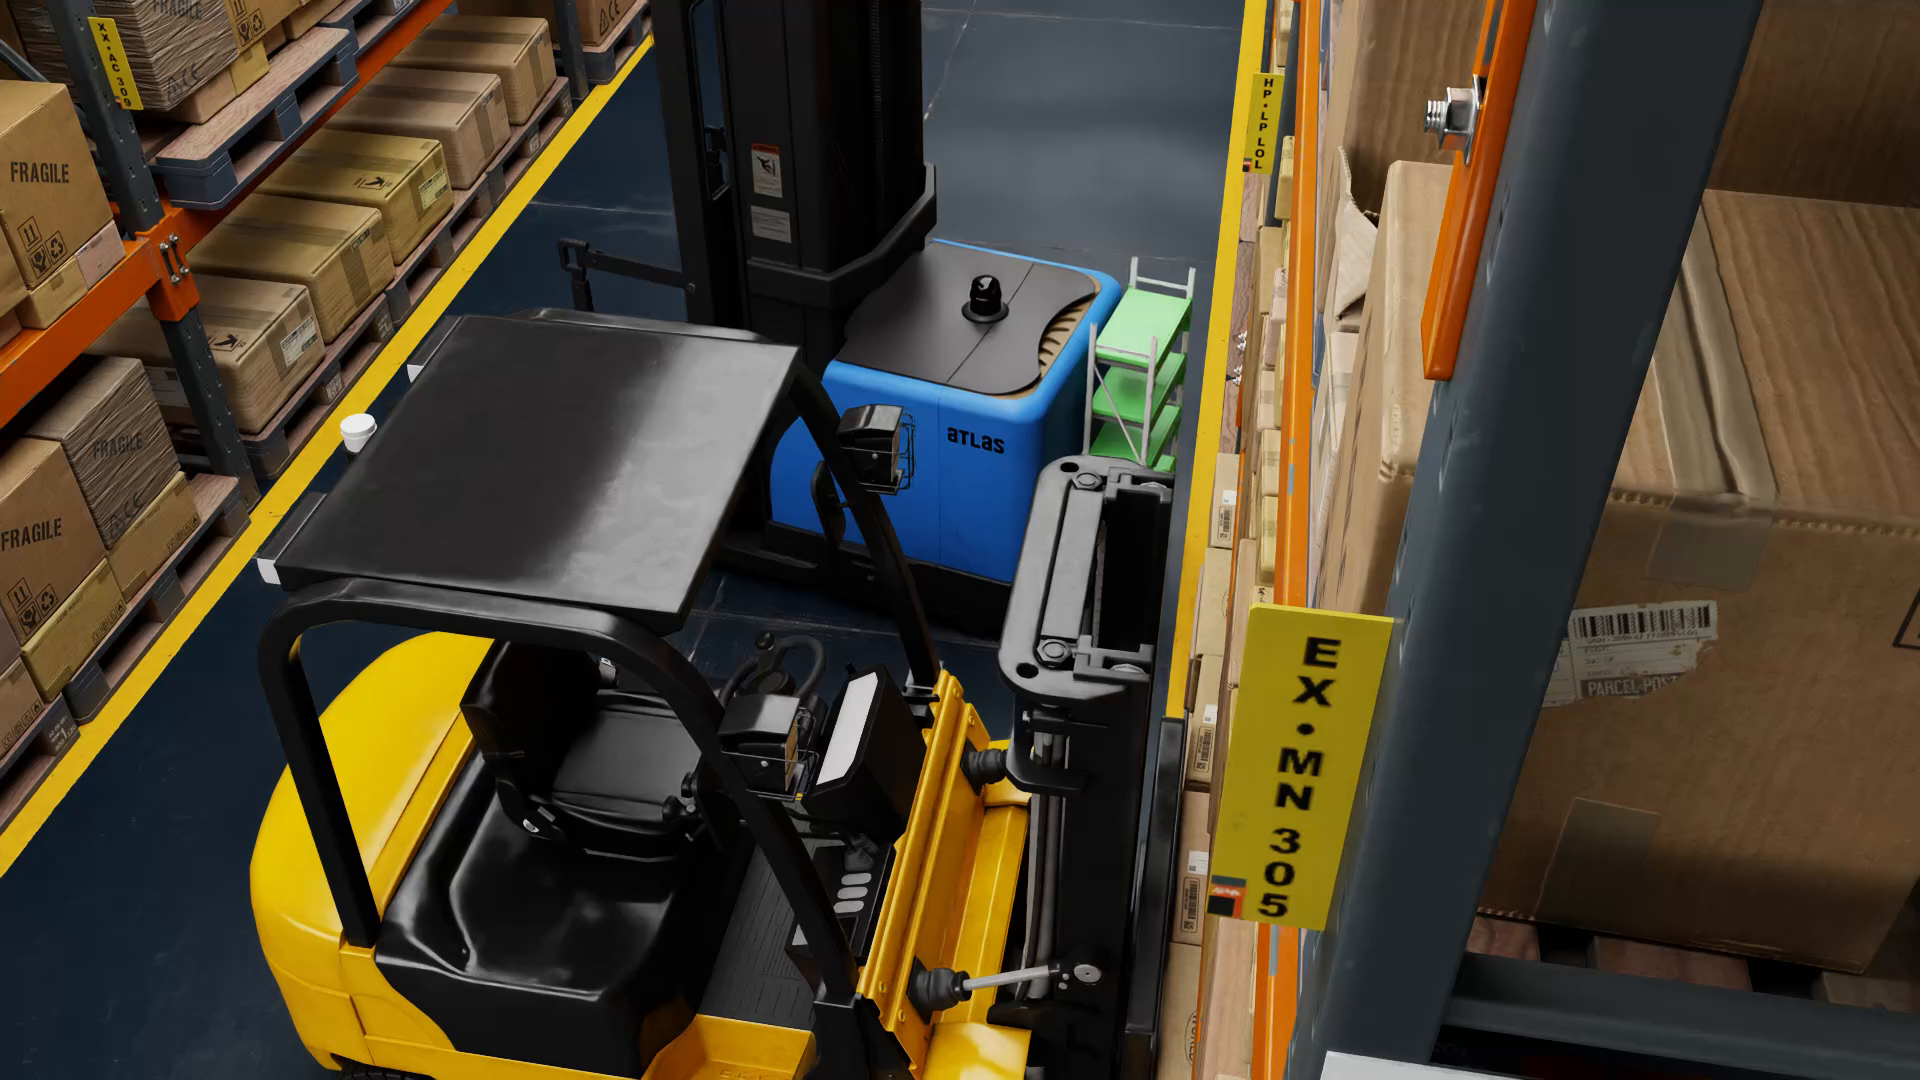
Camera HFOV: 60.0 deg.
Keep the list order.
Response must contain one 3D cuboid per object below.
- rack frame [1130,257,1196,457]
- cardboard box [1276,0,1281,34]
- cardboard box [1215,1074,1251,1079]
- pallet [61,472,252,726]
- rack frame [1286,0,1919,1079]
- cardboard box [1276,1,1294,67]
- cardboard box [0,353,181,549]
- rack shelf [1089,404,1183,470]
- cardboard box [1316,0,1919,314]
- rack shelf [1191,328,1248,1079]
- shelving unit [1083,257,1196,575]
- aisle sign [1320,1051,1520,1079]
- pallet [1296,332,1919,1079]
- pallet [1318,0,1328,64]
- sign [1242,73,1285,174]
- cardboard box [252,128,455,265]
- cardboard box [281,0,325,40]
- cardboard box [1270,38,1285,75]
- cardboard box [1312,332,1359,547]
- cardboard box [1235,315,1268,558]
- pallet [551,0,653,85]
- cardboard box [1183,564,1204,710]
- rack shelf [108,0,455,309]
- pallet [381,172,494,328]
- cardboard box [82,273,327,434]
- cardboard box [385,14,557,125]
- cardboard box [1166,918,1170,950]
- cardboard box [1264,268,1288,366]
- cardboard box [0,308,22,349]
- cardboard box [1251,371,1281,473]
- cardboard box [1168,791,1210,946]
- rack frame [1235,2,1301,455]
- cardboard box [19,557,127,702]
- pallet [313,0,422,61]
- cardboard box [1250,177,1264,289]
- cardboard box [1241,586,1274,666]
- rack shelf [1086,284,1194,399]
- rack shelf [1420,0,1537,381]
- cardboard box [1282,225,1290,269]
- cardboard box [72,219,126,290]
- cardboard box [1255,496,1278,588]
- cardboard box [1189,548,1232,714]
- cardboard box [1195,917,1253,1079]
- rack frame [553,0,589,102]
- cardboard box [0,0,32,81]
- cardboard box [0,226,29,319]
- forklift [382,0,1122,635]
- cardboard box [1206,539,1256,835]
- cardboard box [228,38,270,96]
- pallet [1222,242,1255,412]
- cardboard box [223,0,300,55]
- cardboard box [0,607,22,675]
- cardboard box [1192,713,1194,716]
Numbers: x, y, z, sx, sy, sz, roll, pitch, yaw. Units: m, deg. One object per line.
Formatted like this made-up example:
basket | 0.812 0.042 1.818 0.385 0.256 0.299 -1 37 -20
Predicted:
rack frame | 0.746 -0.550 6.473 0.240 1.200 0.015 14 42 16
cardboard box | 1.667 -2.364 7.372 0.500 0.250 0.500 5 40 6
cardboard box | 0.573 1.008 2.589 0.380 0.149 0.250 7 40 8
pallet | -3.505 0.153 6.399 1.003 0.211 1.213 6 40 8
rack frame | 0.774 -0.603 0.418 1.000 3.000 0.127 6 40 8
cardboard box | 1.343 -1.821 6.010 0.380 0.149 0.250 5 40 6
cardboard box | -3.261 -0.337 6.043 0.500 0.500 0.500 6 40 7
rack shelf | 0.656 -0.356 6.339 0.258 0.148 0.480 14 42 16
cardboard box | 0.886 -0.623 2.309 0.700 0.500 0.500 7 40 8
rack shelf | 1.120 0.731 4.077 1.077 0.370 4.000 6 40 8
shelving unit | 0.656 -0.405 6.298 0.258 1.200 0.503 14 42 16
aisle sign | 0.474 0.716 1.490 0.394 0.787 0.004 6 40 8
pallet | 0.922 0.146 1.935 1.003 0.211 1.213 6 40 8
pallet | 1.344 -1.385 3.787 1.003 0.211 1.213 6 40 8
sign | 0.930 -1.271 5.087 0.100 0.325 0.005 6 40 8
cardboard box | -3.095 -1.713 8.201 0.950 0.372 0.625 8 40 9
cardboard box | -2.905 -2.223 6.952 0.380 0.149 0.250 7 40 8
cardboard box | 1.381 -1.597 6.052 0.500 0.250 0.500 5 40 7
cardboard box | 0.618 -0.104 1.957 0.380 0.149 0.250 5 40 6
cardboard box | 1.059 -0.262 4.634 0.500 0.500 0.500 7 40 8
pallet | -2.520 -3.269 10.538 1.003 0.211 1.213 6 40 8
cardboard box | 1.057 0.363 5.785 0.500 0.250 0.500 7 40 8
rack shelf | -3.077 -2.325 7.772 1.077 0.370 4.000 6 40 8
pallet | -3.081 -1.529 8.433 1.003 0.211 1.213 6 40 8
cardboard box | -3.335 -0.825 7.127 0.950 0.372 0.625 7 40 8
cardboard box | -2.839 -2.653 9.337 0.950 0.372 0.625 4 40 5
cardboard box | 0.807 1.120 4.477 0.500 0.250 0.500 6 40 8
cardboard box | 0.982 -0.552 4.243 0.380 0.149 0.250 7 40 9
cardboard box | -3.337 -0.702 5.442 0.380 0.149 0.250 7 40 8
cardboard box | 0.929 -0.279 4.146 0.380 0.149 0.250 6 40 7
cardboard box | 0.802 0.942 4.301 0.500 0.250 0.500 6 40 7
rack frame | 1.466 -0.802 5.366 1.000 3.000 0.127 6 40 8
cardboard box | -3.343 0.287 5.877 0.500 0.250 0.500 5 40 6
pallet | -3.033 -2.536 7.614 1.003 0.211 1.213 6 40 8
cardboard box | 1.296 -1.089 5.831 0.500 0.250 0.500 7 40 9
cardboard box | 0.751 0.245 3.278 0.380 0.149 0.250 7 40 9
rack shelf | 0.656 -0.726 6.033 0.258 0.148 0.480 14 42 16
rack shelf | 1.120 -1.427 2.293 1.077 0.370 4.000 6 40 8
cardboard box | 1.109 -0.756 4.723 0.380 0.149 0.250 7 40 9
cardboard box | -3.178 -1.015 5.820 0.380 0.149 0.250 6 40 7
cardboard box | 0.865 0.049 3.749 0.380 0.149 0.250 6 40 7
cardboard box | 0.975 0.300 5.077 0.500 0.250 0.500 6 40 8
cardboard box | 0.700 1.008 3.099 0.500 0.500 0.500 8 40 9
rack frame | -2.731 -3.857 9.061 1.000 3.000 0.127 6 40 8
cardboard box | -3.569 -1.977 6.146 0.500 0.500 0.500 6 40 7
cardboard box | -3.337 -0.870 5.136 0.500 0.500 0.500 8 40 9
forklift | -0.942 -1.373 6.110 3.031 2.935 1.130 14 42 17
cardboard box | 0.864 0.369 3.871 0.500 0.500 0.500 7 40 8
cardboard box | -2.964 -1.879 6.537 0.380 0.149 0.250 7 40 9
pallet | 1.764 -0.962 7.747 1.003 0.211 1.213 6 40 8
cardboard box | -2.973 -2.239 6.462 0.500 0.500 0.500 7 40 8
cardboard box | -3.435 0.303 5.269 0.500 0.500 0.500 8 40 10
cardboard box | 0.993 0.489 5.240 0.500 0.250 0.500 6 40 7
